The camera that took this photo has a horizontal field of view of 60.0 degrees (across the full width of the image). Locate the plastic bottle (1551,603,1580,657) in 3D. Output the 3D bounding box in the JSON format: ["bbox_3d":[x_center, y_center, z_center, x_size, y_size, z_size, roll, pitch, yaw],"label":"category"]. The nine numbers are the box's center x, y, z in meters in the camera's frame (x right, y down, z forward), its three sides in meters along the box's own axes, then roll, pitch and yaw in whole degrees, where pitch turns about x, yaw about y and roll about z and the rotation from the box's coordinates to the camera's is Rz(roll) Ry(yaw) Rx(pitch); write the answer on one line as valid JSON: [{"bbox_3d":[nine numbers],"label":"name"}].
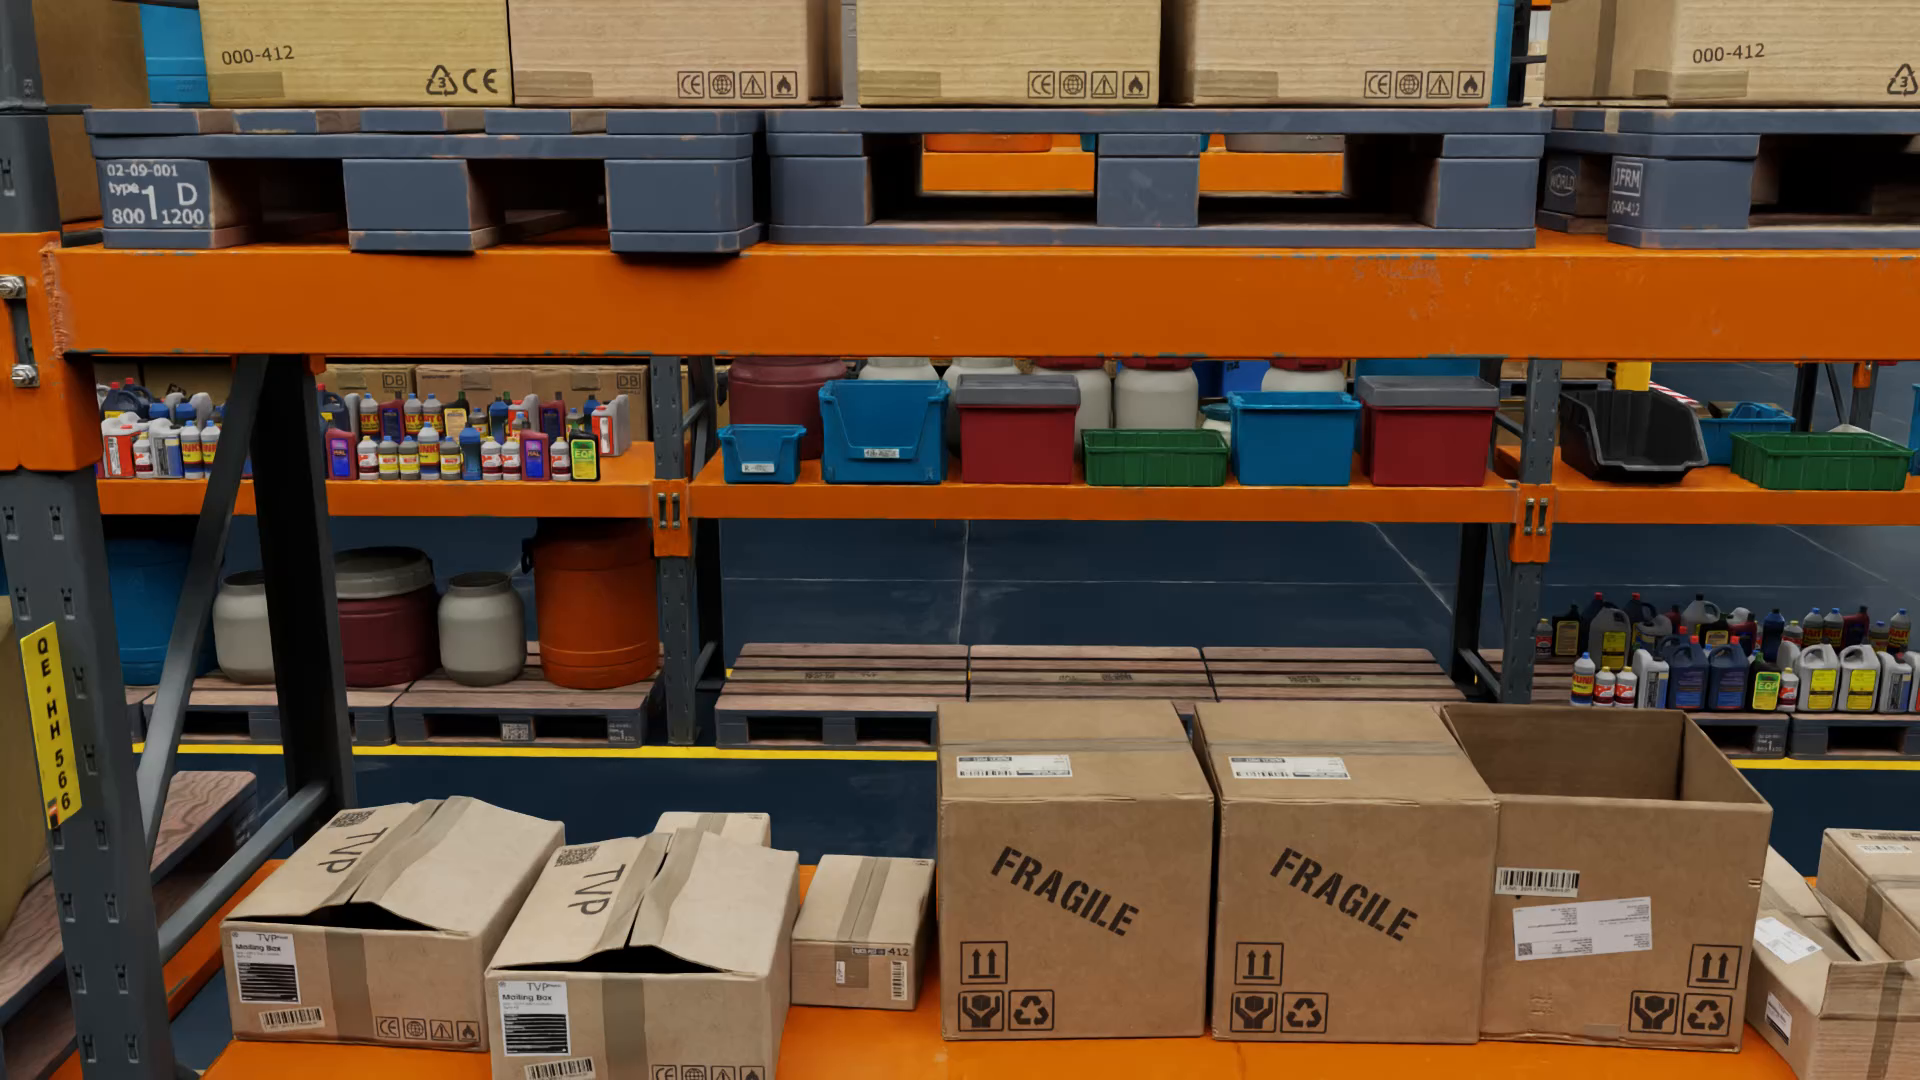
[{"bbox_3d":[3.149,0.467,8.652,0.133,0.283,0.061,1,15,4],"label":"plastic bottle"}]

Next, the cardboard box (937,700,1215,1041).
[{"bbox_3d":[0.208,0.643,3.327,0.500,0.500,0.500,0,15,-2],"label":"cardboard box"}]

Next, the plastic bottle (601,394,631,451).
[{"bbox_3d":[-1.764,-0.604,8.492,0.135,0.276,0.152,0,15,1],"label":"plastic bottle"}]

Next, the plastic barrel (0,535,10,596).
[{"bbox_3d":[-4.795,0.215,8.436,0.708,0.901,0.600,0,15,1],"label":"plastic barrel"}]

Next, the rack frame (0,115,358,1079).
[{"bbox_3d":[-1.470,0.684,3.366,0.127,3.000,1.000,0,15,1],"label":"rack frame"}]

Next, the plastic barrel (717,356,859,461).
[{"bbox_3d":[-0.868,-0.719,8.417,0.708,0.536,0.600,0,15,1],"label":"plastic barrel"}]

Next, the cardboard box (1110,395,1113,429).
[{"bbox_3d":[1.137,-0.841,13.184,0.500,0.500,0.700,-1,15,-3],"label":"cardboard box"}]

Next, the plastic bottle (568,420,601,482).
[{"bbox_3d":[-1.755,-0.416,7.766,0.133,0.283,0.061,0,15,1],"label":"plastic bottle"}]

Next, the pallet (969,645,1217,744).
[{"bbox_3d":[0.650,0.793,8.420,1.213,0.211,1.003,0,15,1],"label":"pallet"}]

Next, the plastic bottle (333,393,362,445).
[{"bbox_3d":[-3.150,-0.613,8.527,0.135,0.276,0.152,0,15,1],"label":"plastic bottle"}]

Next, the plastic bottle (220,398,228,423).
[{"bbox_3d":[-3.685,-0.582,8.420,0.097,0.271,0.097,0,15,0],"label":"plastic bottle"}]

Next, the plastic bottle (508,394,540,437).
[{"bbox_3d":[-2.226,-0.607,8.504,0.135,0.276,0.152,0,15,1],"label":"plastic bottle"}]

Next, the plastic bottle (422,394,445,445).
[{"bbox_3d":[-2.706,-0.615,8.543,0.097,0.271,0.097,0,15,0],"label":"plastic bottle"}]

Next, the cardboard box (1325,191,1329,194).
[{"bbox_3d":[3.934,-3.690,17.534,0.550,0.550,0.875,0,15,1],"label":"cardboard box"}]

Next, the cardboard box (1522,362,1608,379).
[{"bbox_3d":[6.332,-2.217,17.706,0.875,0.875,0.875,0,15,2],"label":"cardboard box"}]

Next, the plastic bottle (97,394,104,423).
[{"bbox_3d":[-4.415,-0.622,8.413,0.185,0.351,0.144,0,15,1],"label":"plastic bottle"}]

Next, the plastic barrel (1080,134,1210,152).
[{"bbox_3d":[0.838,-2.202,7.443,0.708,0.901,0.600,0,15,1],"label":"plastic barrel"}]

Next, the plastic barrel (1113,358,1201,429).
[{"bbox_3d":[0.975,-0.685,8.291,0.433,0.535,0.433,0,15,0],"label":"plastic barrel"}]

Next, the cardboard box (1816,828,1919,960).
[{"bbox_3d":[2.036,0.791,3.256,0.500,0.250,0.500,1,15,5],"label":"cardboard box"}]

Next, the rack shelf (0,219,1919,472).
[{"bbox_3d":[0.530,-0.405,3.025,4.000,0.370,1.077,0,15,1],"label":"rack shelf"}]

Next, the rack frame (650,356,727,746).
[{"bbox_3d":[-1.340,-0.579,8.153,0.127,3.000,1.000,0,15,1],"label":"rack frame"}]

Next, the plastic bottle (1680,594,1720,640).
[{"bbox_3d":[3.825,0.450,8.586,0.185,0.351,0.144,0,15,1],"label":"plastic bottle"}]

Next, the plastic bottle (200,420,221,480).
[{"bbox_3d":[-3.515,-0.426,7.829,0.097,0.271,0.097,0,15,0],"label":"plastic bottle"}]

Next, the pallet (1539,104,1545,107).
[{"bbox_3d":[3.383,-1.932,7.773,1.003,0.211,1.213,0,15,1],"label":"pallet"}]

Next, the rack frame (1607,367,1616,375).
[{"bbox_3d":[7.012,-3.054,17.535,0.127,3.000,1.000,0,15,1],"label":"rack frame"}]

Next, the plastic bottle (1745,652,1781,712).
[{"bbox_3d":[3.808,0.672,7.875,0.133,0.283,0.061,1,15,4],"label":"plastic bottle"}]

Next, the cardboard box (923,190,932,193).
[{"bbox_3d":[-0.537,-3.632,17.572,0.500,0.500,0.700,0,15,1],"label":"cardboard box"}]

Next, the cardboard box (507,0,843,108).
[{"bbox_3d":[-0.490,-0.909,2.996,0.500,0.250,0.500,1,15,3],"label":"cardboard box"}]

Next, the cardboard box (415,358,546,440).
[{"bbox_3d":[-3.678,-1.039,13.239,0.875,0.875,1.225,0,15,-1],"label":"cardboard box"}]

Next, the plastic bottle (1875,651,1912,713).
[{"bbox_3d":[4.421,0.668,7.905,0.135,0.276,0.152,0,15,0],"label":"plastic bottle"}]

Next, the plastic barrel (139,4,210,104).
[{"bbox_3d":[-3.628,-2.528,7.858,0.708,0.901,0.600,0,15,1],"label":"plastic barrel"}]

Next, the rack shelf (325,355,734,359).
[{"bbox_3d":[-3.212,-1.507,13.082,4.000,0.370,1.077,0,15,1],"label":"rack shelf"}]

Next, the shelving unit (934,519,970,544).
[{"bbox_3d":[-0.053,-0.508,11.707,0.252,1.050,0.215,0,15,1],"label":"shelving unit"}]

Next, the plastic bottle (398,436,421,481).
[{"bbox_3d":[-2.587,-0.387,7.815,0.097,0.201,0.097,0,15,0],"label":"plastic bottle"}]

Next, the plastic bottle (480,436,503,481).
[{"bbox_3d":[-2.198,-0.384,7.805,0.097,0.201,0.097,0,15,0],"label":"plastic bottle"}]

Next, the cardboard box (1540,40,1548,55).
[{"bbox_3d":[5.902,-4.940,16.716,0.250,0.149,0.380,1,15,2],"label":"cardboard box"}]

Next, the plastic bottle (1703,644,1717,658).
[{"bbox_3d":[3.604,0.635,8.039,0.097,0.271,0.097,0,15,0],"label":"plastic bottle"}]

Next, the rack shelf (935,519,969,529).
[{"bbox_3d":[-0.053,-0.229,11.781,0.240,0.259,0.215,0,15,1],"label":"rack shelf"}]

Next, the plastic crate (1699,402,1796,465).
[{"bbox_3d":[3.772,-0.543,8.309,0.616,0.251,0.499,0,15,1],"label":"plastic crate"}]

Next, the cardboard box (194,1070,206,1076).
[{"bbox_3d":[-1.918,1.605,3.916,0.500,0.500,0.500,1,15,4],"label":"cardboard box"}]

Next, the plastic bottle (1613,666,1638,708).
[{"bbox_3d":[3.170,0.703,7.919,0.097,0.201,0.097,0,15,0],"label":"plastic bottle"}]

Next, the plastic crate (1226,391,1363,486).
[{"bbox_3d":[1.548,-0.473,7.783,0.575,0.384,0.392,0,15,1],"label":"plastic crate"}]

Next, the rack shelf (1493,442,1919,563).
[{"bbox_3d":[4.659,-0.192,8.097,4.000,0.370,1.077,0,15,1],"label":"rack shelf"}]

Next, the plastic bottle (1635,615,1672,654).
[{"bbox_3d":[3.524,0.521,8.460,0.135,0.276,0.152,0,15,1],"label":"plastic bottle"}]

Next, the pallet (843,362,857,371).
[{"bbox_3d":[-1.766,-1.763,18.109,1.213,0.211,1.003,0,15,1],"label":"pallet"}]

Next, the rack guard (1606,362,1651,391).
[{"bbox_3d":[7.036,-1.845,17.854,0.348,0.500,1.175,0,15,1],"label":"rack guard"}]

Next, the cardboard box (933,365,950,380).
[{"bbox_3d":[-0.012,-1.211,13.117,0.500,0.250,0.500,2,15,8],"label":"cardboard box"}]

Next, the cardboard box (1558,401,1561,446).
[{"bbox_3d":[4.937,-0.796,13.056,0.500,0.500,0.500,2,15,7],"label":"cardboard box"}]

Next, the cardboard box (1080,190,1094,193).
[{"bbox_3d":[1.497,-3.620,17.524,0.500,0.500,0.700,0,15,2],"label":"cardboard box"}]

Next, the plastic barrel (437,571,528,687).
[{"bbox_3d":[-2.396,0.441,8.340,0.421,0.512,0.421,0,15,0],"label":"plastic barrel"}]

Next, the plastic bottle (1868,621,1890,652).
[{"bbox_3d":[4.750,0.522,8.605,0.097,0.201,0.097,0,15,0],"label":"plastic bottle"}]

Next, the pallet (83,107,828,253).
[{"bbox_3d":[-0.789,-0.693,3.077,1.003,0.211,1.213,1,15,4],"label":"pallet"}]

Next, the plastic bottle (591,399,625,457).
[{"bbox_3d":[-1.768,-0.565,8.345,0.135,0.276,0.152,0,15,1],"label":"plastic bottle"}]

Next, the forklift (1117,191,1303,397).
[{"bbox_3d":[2.608,-2.296,14.799,1.130,2.935,3.031,11,18,36],"label":"forklift"}]

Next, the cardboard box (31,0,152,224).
[{"bbox_3d":[-1.907,-0.808,2.948,0.500,0.500,0.910,0,15,1],"label":"cardboard box"}]

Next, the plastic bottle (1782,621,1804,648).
[{"bbox_3d":[4.312,0.519,8.616,0.097,0.201,0.097,0,15,0],"label":"plastic bottle"}]

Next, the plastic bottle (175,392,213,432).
[{"bbox_3d":[-3.932,-0.618,8.546,0.135,0.276,0.152,0,15,1],"label":"plastic bottle"}]

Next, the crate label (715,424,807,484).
[{"bbox_3d":[-0.928,-0.399,7.802,0.416,0.233,0.303,0,15,1],"label":"crate label"}]
